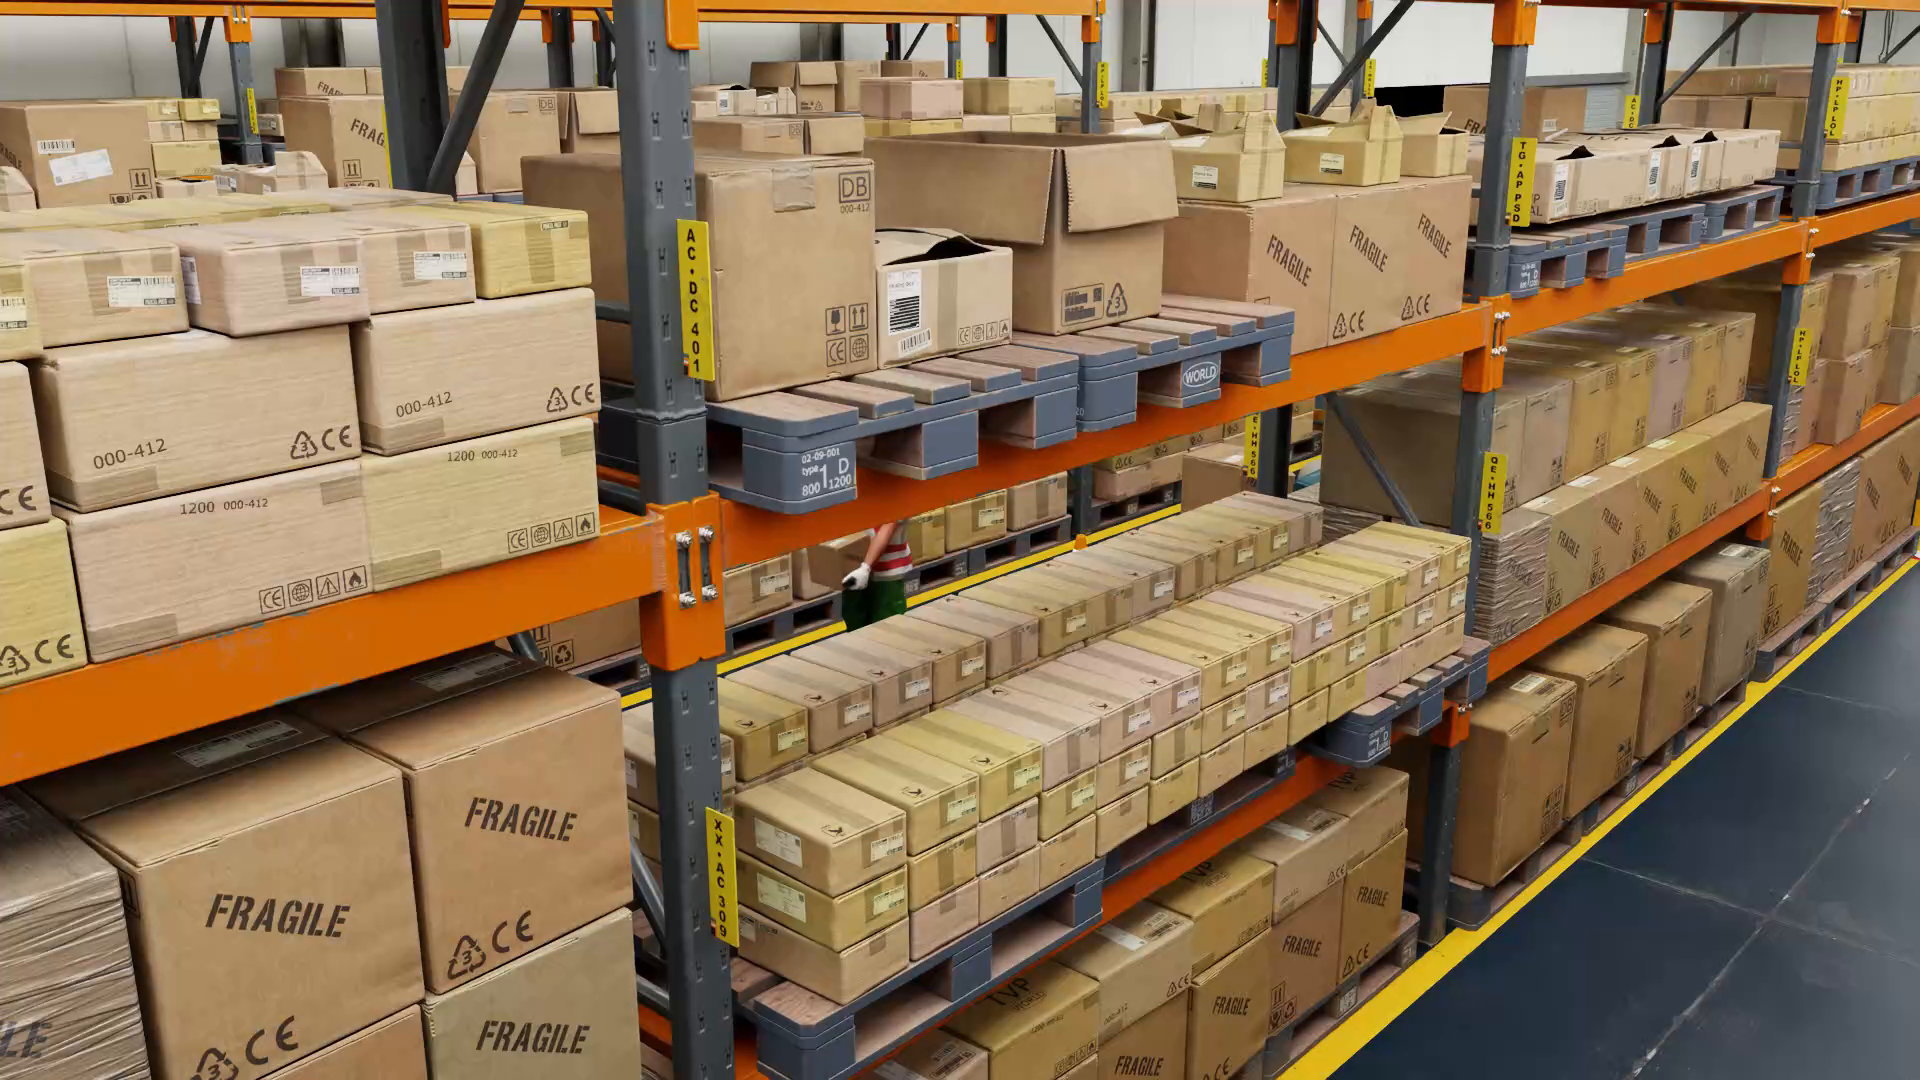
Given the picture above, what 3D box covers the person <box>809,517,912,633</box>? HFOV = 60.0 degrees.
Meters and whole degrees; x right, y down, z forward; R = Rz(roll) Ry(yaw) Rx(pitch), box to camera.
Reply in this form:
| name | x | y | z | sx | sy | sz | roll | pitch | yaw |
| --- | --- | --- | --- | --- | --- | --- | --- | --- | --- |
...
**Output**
| name | x | y | z | sx | sy | sz | roll | pitch | yaw |
| --- | --- | --- | --- | --- | --- | --- | --- | --- | --- |
| person | -0.532 | 0.219 | 9.277 | 0.494 | 1.784 | 0.564 | 15 | 22 | 40 |
